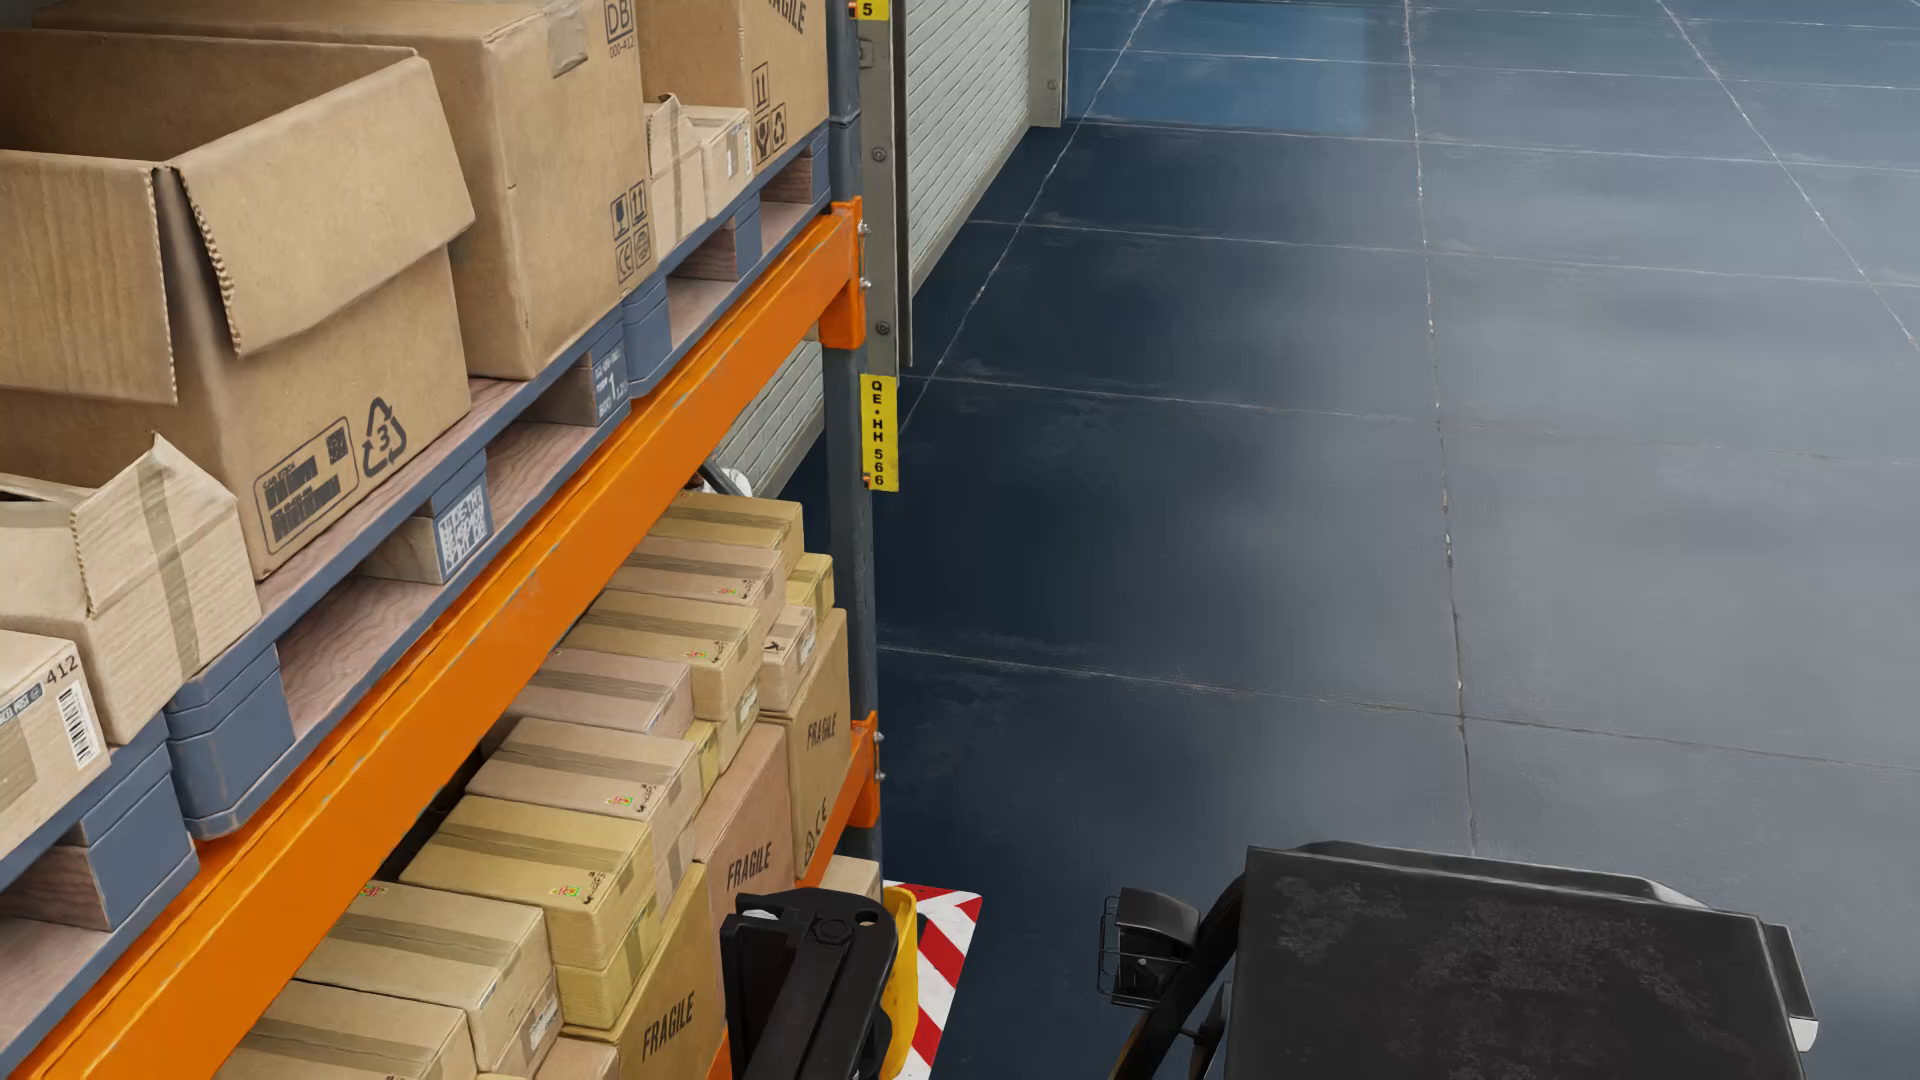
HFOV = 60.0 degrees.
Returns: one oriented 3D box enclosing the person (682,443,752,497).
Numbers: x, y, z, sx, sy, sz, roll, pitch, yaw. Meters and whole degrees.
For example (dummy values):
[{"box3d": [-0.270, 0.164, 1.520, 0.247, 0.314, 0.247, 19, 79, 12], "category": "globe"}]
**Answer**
[{"box3d": [-0.947, 0.307, 6.003, 0.516, 1.687, 0.434, -4, 29, -7], "category": "person"}]
